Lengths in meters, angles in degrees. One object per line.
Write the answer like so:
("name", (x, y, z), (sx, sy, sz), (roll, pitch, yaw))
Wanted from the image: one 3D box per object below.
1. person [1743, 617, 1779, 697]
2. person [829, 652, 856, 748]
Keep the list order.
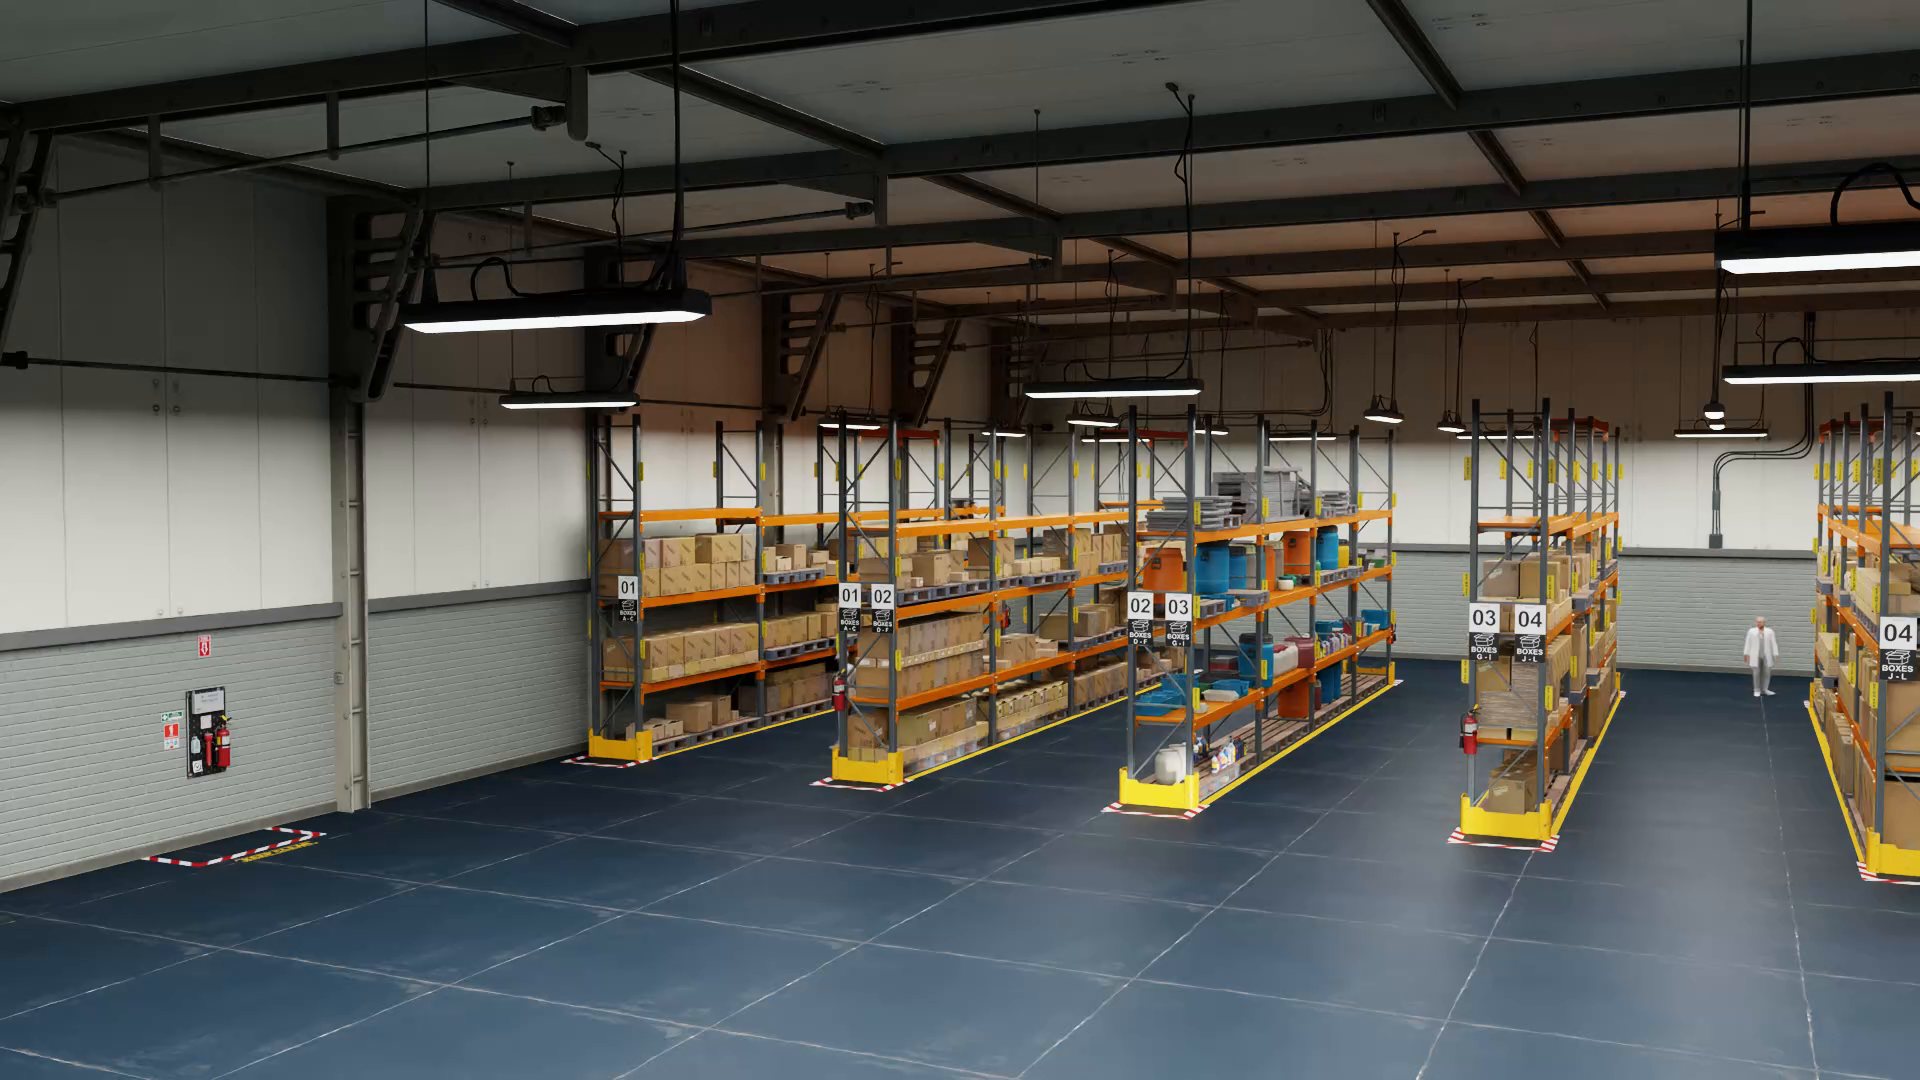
("person", (17.863, 2.600, 37.077), (0.715, 1.799, 0.458), (1, 3, 22))
("person", (-2.107, 2.874, 30.137), (0.411, 1.765, 0.625), (0, 2, 12))
